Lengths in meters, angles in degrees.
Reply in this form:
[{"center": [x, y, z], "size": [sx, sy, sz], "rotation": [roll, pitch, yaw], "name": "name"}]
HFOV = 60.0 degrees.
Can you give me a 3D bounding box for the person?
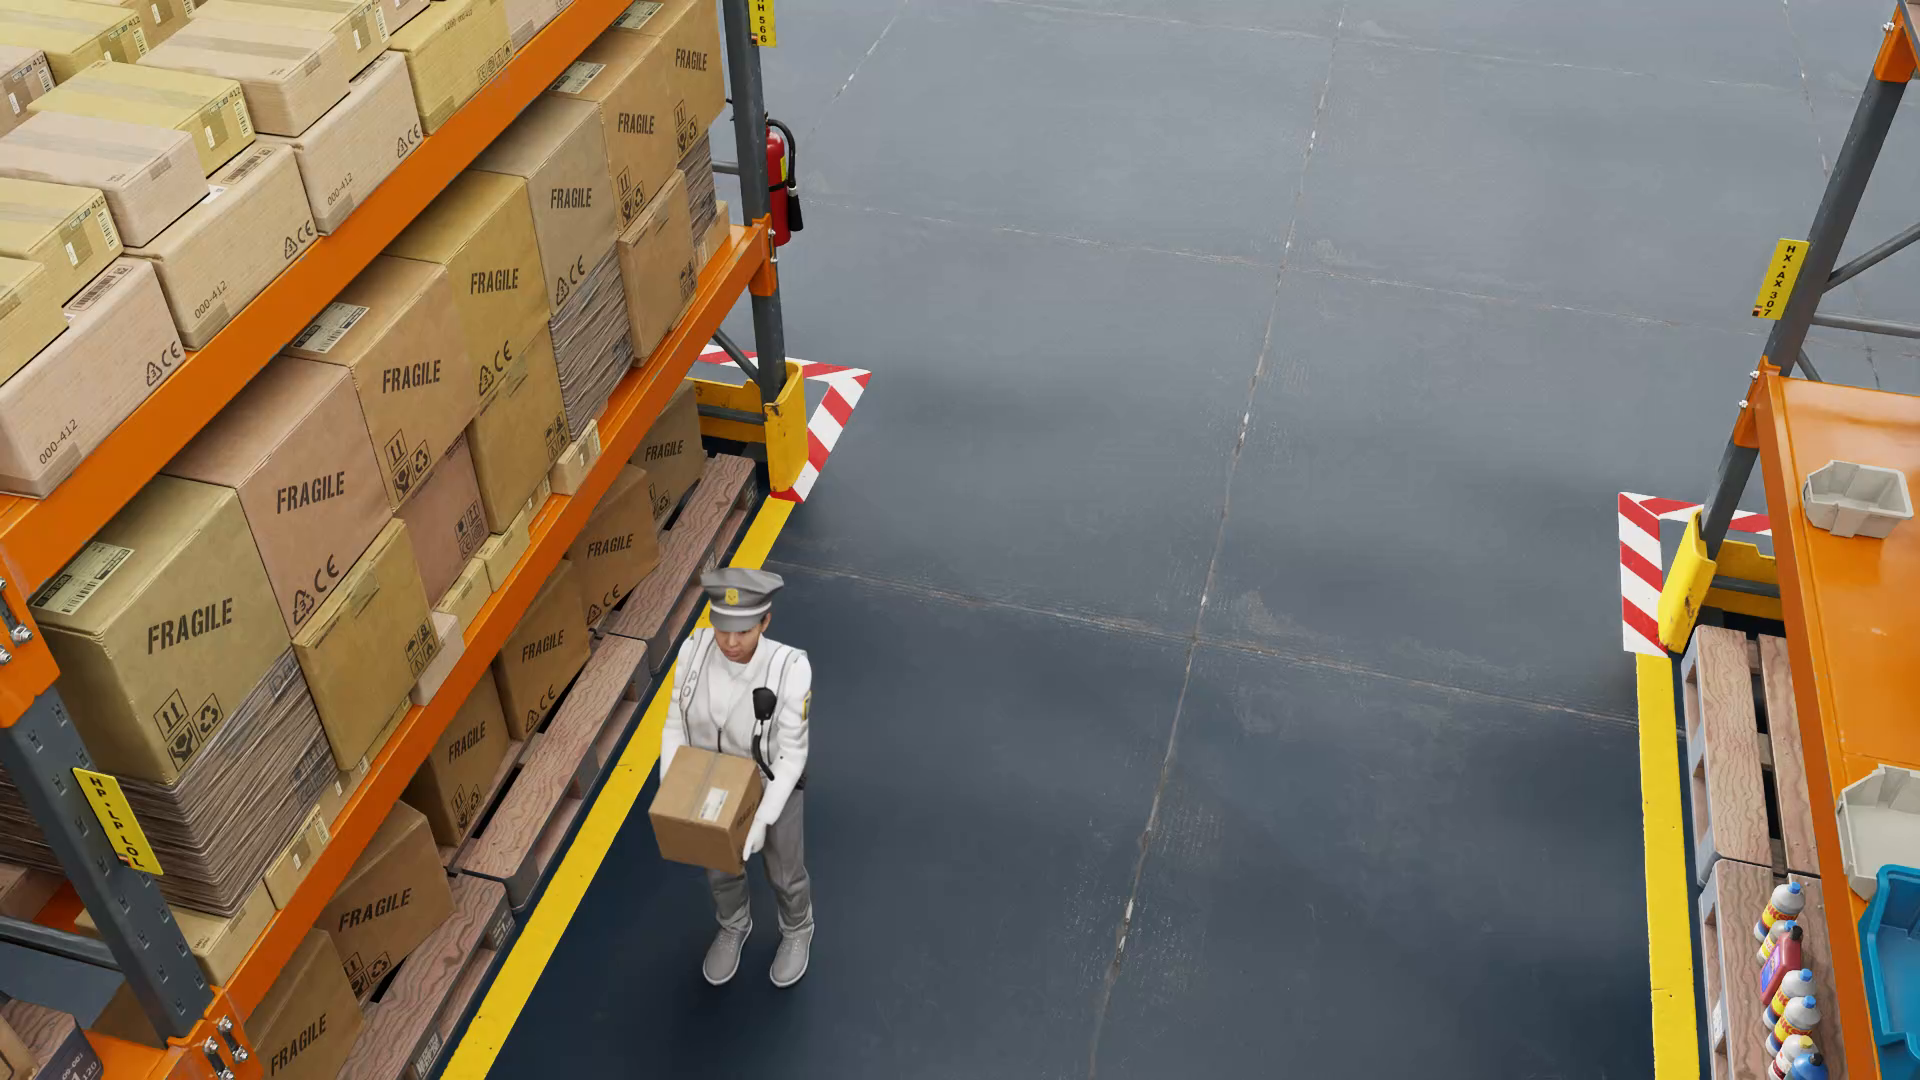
[{"center": [-0.691, 0.805, 5.221], "size": [0.461, 1.687, 0.563], "rotation": [10, 42, 11], "name": "person"}]
